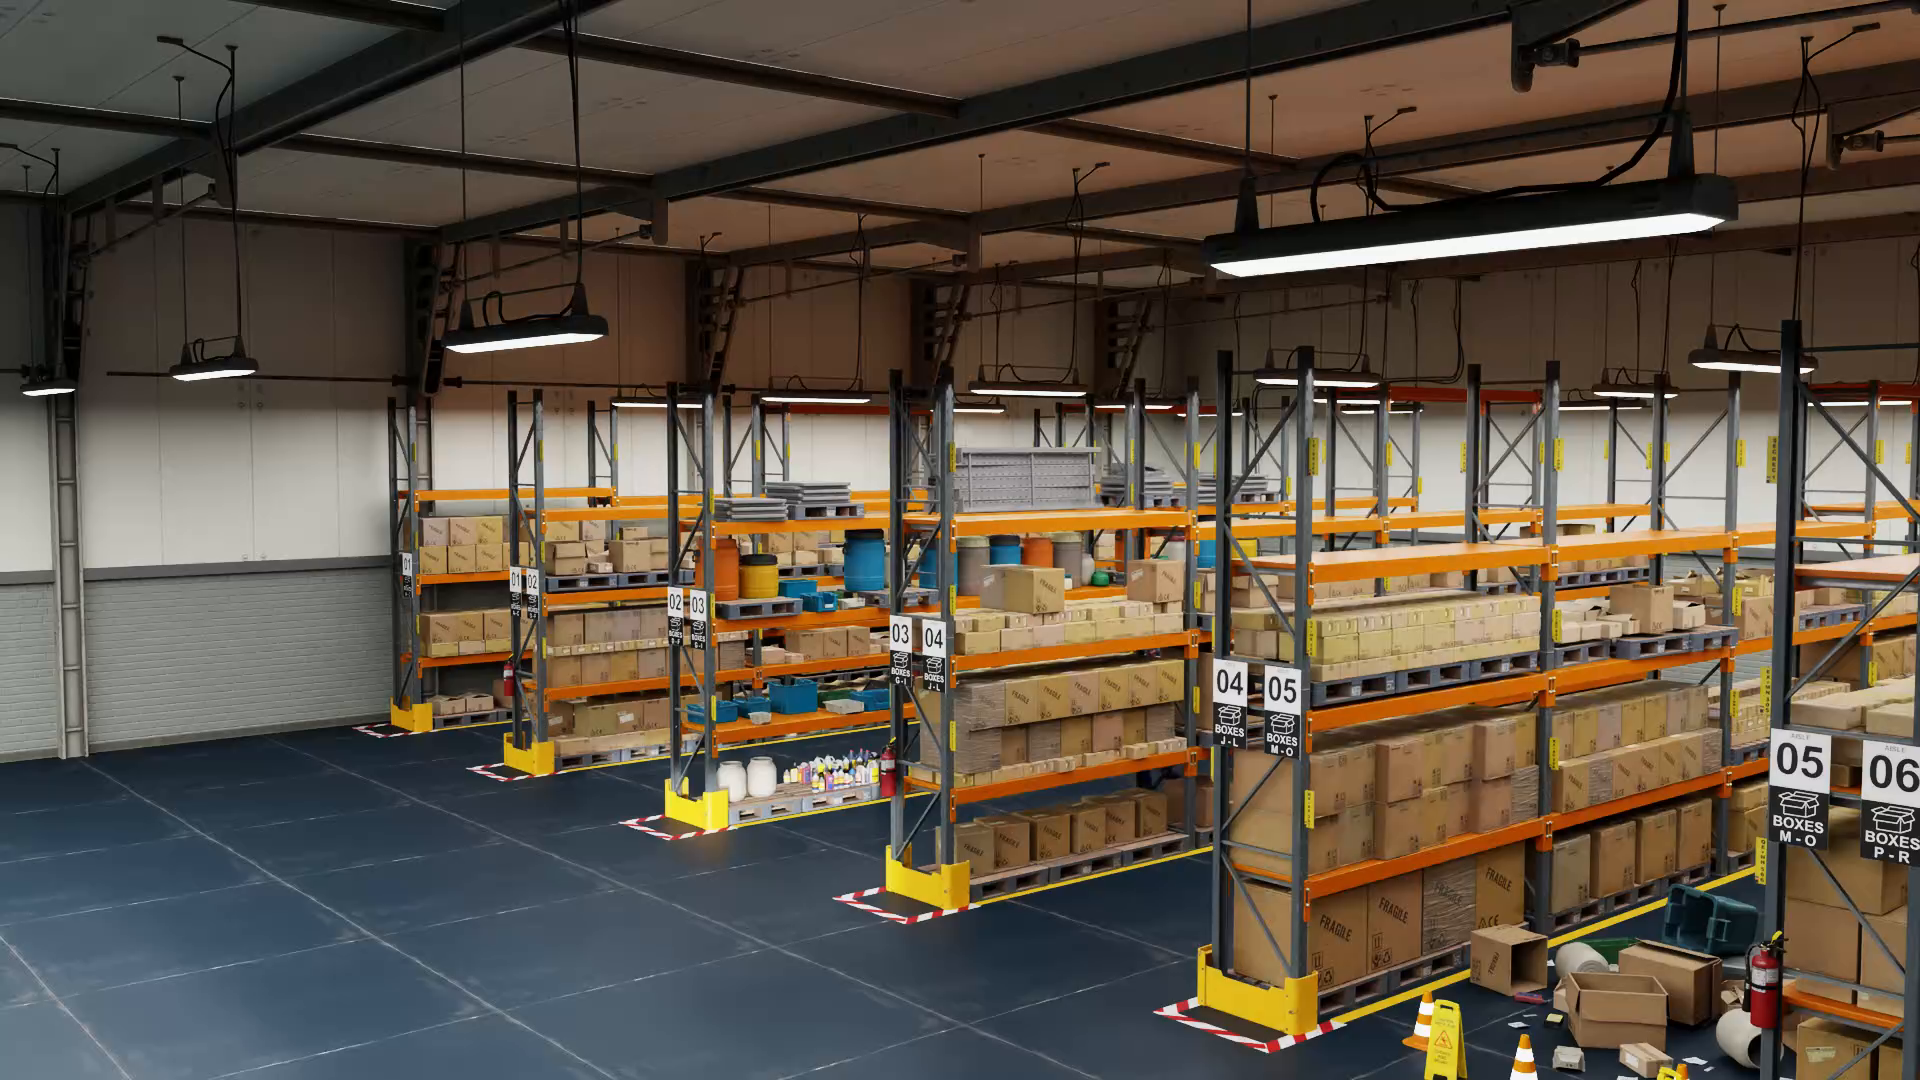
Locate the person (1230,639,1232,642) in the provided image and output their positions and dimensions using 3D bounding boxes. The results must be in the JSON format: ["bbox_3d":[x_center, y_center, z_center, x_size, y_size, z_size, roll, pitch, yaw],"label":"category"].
[{"bbox_3d":[5.269,2.444,32.235,0.760,1.684,0.669,-3,5,-44],"label":"person"}]

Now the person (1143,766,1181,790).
[{"bbox_3d":[2.874,3.016,23.608,0.909,1.661,0.624,-3,4,-39],"label":"person"}]

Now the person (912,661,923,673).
[{"bbox_3d":[-0.884,2.306,34.651,0.724,1.702,0.649,-3,4,-41],"label":"person"}]
